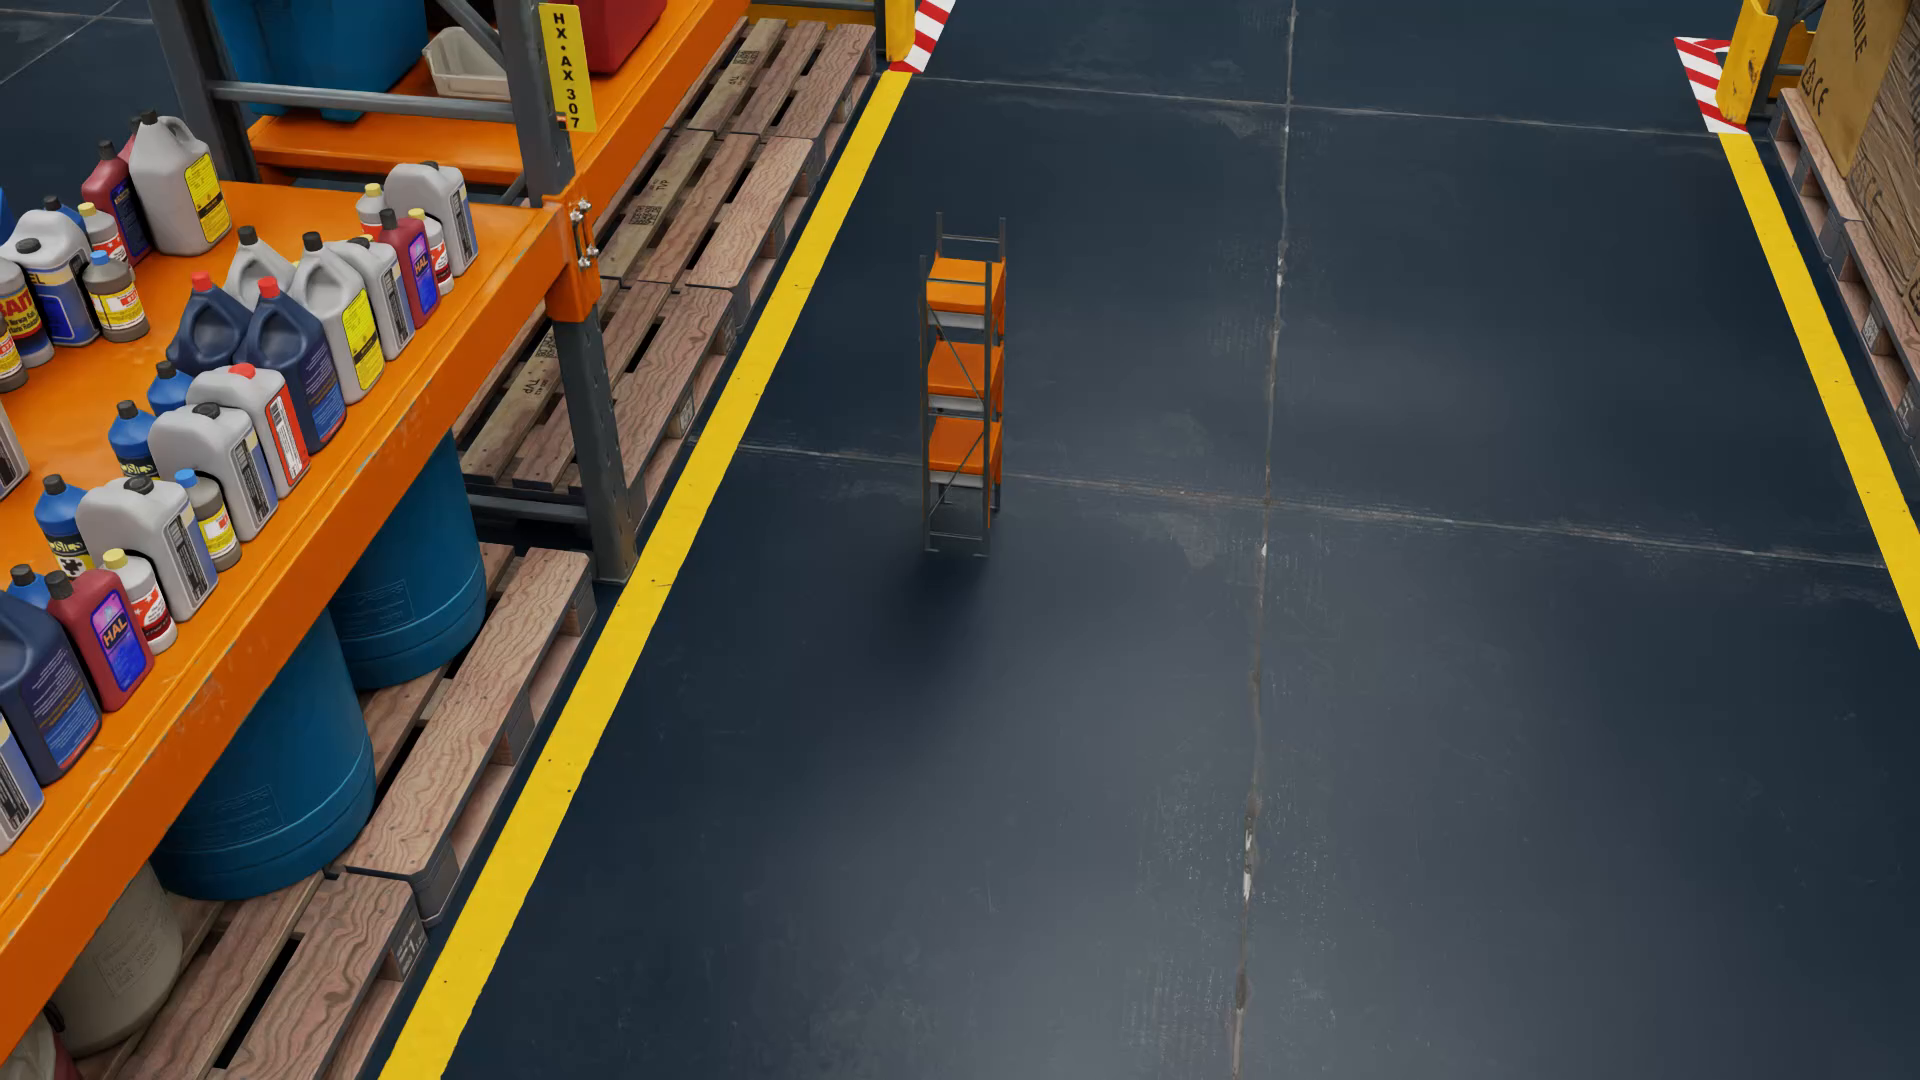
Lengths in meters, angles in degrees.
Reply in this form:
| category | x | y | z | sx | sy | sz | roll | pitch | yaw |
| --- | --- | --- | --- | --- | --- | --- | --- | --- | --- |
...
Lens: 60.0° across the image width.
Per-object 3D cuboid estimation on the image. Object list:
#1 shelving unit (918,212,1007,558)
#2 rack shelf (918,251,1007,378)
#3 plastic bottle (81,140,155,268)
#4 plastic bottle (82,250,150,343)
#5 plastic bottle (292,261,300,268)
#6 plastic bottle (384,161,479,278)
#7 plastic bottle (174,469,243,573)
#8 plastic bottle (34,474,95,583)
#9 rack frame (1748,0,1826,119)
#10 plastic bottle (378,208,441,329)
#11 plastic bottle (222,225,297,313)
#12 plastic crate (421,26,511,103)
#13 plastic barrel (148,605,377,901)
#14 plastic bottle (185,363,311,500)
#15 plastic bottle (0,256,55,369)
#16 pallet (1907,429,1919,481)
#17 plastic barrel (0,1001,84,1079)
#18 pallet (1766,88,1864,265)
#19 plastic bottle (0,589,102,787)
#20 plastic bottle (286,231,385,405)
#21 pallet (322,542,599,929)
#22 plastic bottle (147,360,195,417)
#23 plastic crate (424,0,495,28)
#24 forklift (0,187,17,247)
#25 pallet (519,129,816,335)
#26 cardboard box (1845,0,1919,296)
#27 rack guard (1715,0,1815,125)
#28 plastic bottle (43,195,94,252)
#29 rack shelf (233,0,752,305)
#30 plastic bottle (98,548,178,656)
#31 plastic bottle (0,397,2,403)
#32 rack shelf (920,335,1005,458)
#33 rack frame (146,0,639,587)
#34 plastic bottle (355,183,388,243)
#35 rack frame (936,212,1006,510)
| category | x | y | z | sx | sy | sz | roll | pitch | yaw |
| --- | --- | --- | --- | --- | --- | --- | --- | --- | --- |
| shelving unit | 0.009 | -0.438 | 4.956 | 0.215 | 1.050 | 0.252 | 6 | 40 | 8 |
| rack shelf | 0.009 | -0.649 | 4.782 | 0.215 | 0.259 | 0.240 | 6 | 40 | 8 |
| plastic bottle | -2.008 | -0.796 | 3.951 | 0.061 | 0.283 | 0.133 | 6 | 40 | 8 |
| plastic bottle | -1.894 | -0.552 | 3.719 | 0.097 | 0.201 | 0.097 | 0 | 40 | 0 |
| plastic bottle | -1.440 | -0.522 | 3.683 | 0.097 | 0.201 | 0.097 | 0 | 40 | 0 |
| plastic bottle | -1.251 | -0.777 | 3.934 | 0.152 | 0.276 | 0.135 | 6 | 40 | 8 |
| plastic bottle | -1.418 | -0.043 | 3.103 | 0.097 | 0.201 | 0.097 | 0 | 40 | 0 |
| plastic bottle | -1.591 | -0.002 | 2.999 | 0.097 | 0.271 | 0.097 | 0 | 40 | 0 |
| rack frame | 4.069 | -3.072 | 6.612 | 1.000 | 3.000 | 0.127 | 6 | 40 | 8 |
| plastic bottle | -1.246 | -0.630 | 3.750 | 0.061 | 0.283 | 0.133 | 6 | 40 | 8 |
| plastic bottle | -1.480 | -0.492 | 3.530 | 0.144 | 0.351 | 0.185 | 6 | 40 | 8 |
| plastic crate | -1.280 | -1.306 | 4.636 | 0.396 | 0.136 | 0.243 | 6 | 40 | 8 |
| plastic barrel | -1.735 | 0.323 | 3.823 | 0.600 | 0.901 | 0.708 | 6 | 40 | 8 |
| plastic bottle | -1.401 | -0.232 | 3.274 | 0.152 | 0.276 | 0.135 | 6 | 40 | 8 |
| plastic bottle | -2.067 | -0.511 | 3.615 | 0.097 | 0.271 | 0.097 | 0 | 40 | 0 |
| pallet | 3.586 | 0.044 | 5.031 | 1.003 | 0.211 | 1.213 | 6 | 40 | 8 |
| plastic barrel | -1.930 | 1.152 | 3.066 | 0.600 | 0.588 | 0.708 | 6 | 40 | 8 |
| pallet | 4.008 | -1.487 | 6.883 | 1.003 | 0.211 | 1.213 | 6 | 40 | 8 |
| plastic bottle | -1.528 | 0.215 | 2.675 | 0.144 | 0.351 | 0.185 | 6 | 40 | 8 |
| plastic bottle | -1.338 | -0.476 | 3.511 | 0.144 | 0.351 | 0.185 | 6 | 40 | 8 |
| pallet | -1.676 | 0.446 | 4.545 | 1.003 | 0.211 | 1.213 | 6 | 40 | 8 |
| plastic bottle | -1.527 | -0.232 | 3.278 | 0.097 | 0.271 | 0.097 | 0 | 40 | 0 |
| plastic crate | -1.572 | -1.757 | 5.190 | 0.437 | 0.125 | 0.590 | 6 | 40 | 8 |
| forklift | -4.075 | -0.782 | 3.896 | 3.031 | 2.935 | 1.130 | -13 | 41 | -15 |
| pallet | -1.203 | -1.267 | 6.617 | 1.003 | 0.211 | 1.213 | 6 | 40 | 8 |
| cardboard box | 3.880 | -1.434 | 5.968 | 0.875 | 0.875 | 0.875 | 6 | 40 | 8 |
| rack guard | 4.074 | -2.124 | 7.427 | 1.175 | 0.500 | 0.348 | 6 | 40 | 8 |
| plastic bottle | -2.027 | -0.656 | 3.791 | 0.097 | 0.271 | 0.097 | 0 | 40 | 0 |
| rack shelf | -1.155 | -2.086 | 5.984 | 1.077 | 0.370 | 4.000 | 6 | 40 | 8 |
| plastic bottle | -1.458 | 0.103 | 2.927 | 0.097 | 0.201 | 0.097 | 0 | 40 | 0 |
| plastic bottle | -2.100 | -0.362 | 3.489 | 0.097 | 0.201 | 0.097 | 0 | 40 | 0 |
| rack shelf | 0.009 | -0.430 | 4.963 | 0.215 | 0.259 | 0.240 | 6 | 40 | 8 |
| rack frame | -1.501 | -1.108 | 4.236 | 1.000 | 3.000 | 0.127 | 6 | 40 | 8 |
| plastic bottle | -1.377 | -0.751 | 3.960 | 0.097 | 0.201 | 0.097 | 0 | 40 | 0 |
| rack frame | 0.030 | -0.515 | 5.049 | 0.200 | 1.050 | 0.008 | 6 | 40 | 8 |
